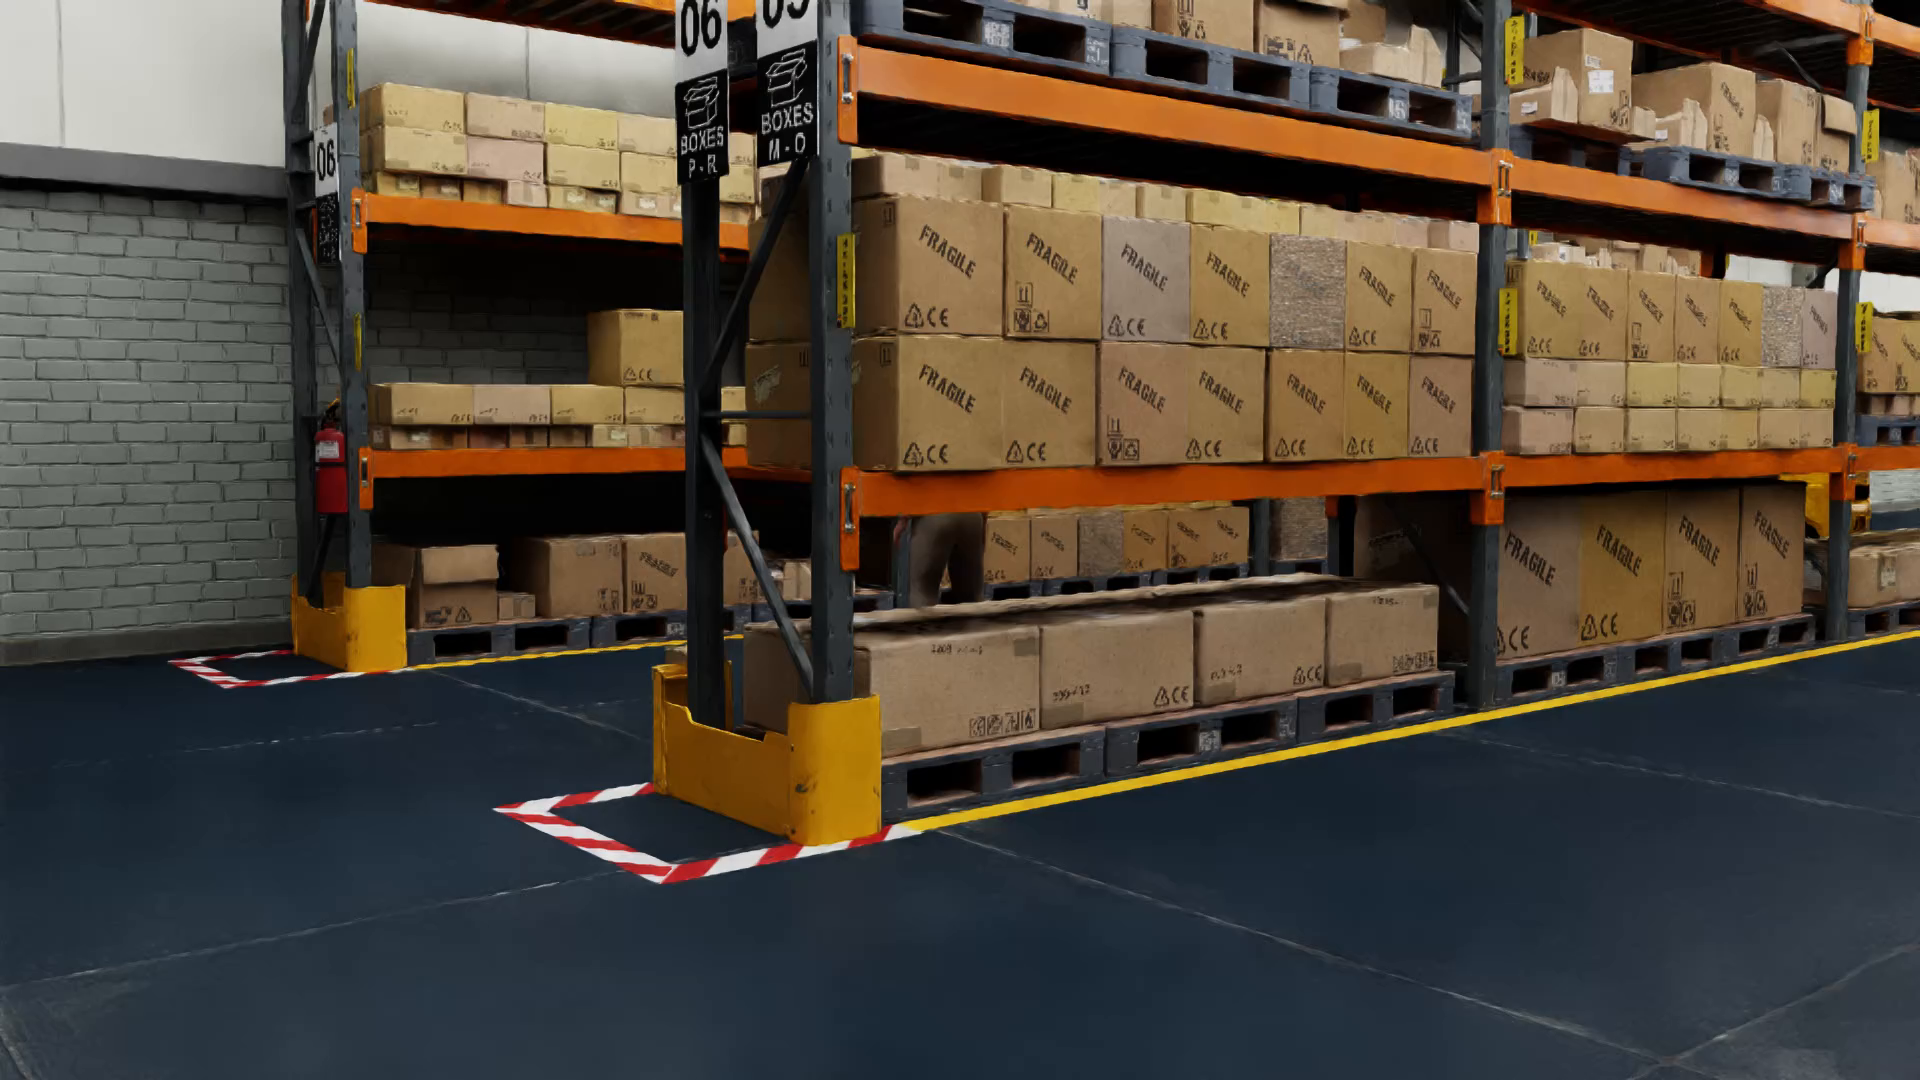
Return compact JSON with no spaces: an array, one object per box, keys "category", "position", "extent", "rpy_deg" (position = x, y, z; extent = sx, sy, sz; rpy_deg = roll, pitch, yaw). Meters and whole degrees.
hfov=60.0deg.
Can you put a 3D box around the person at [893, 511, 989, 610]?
[{"category":"person","position":[-0.084,-0.073,9.308],"extent":[0.570,1.736,0.397],"rpy_deg":[-3,5,-37]}]
